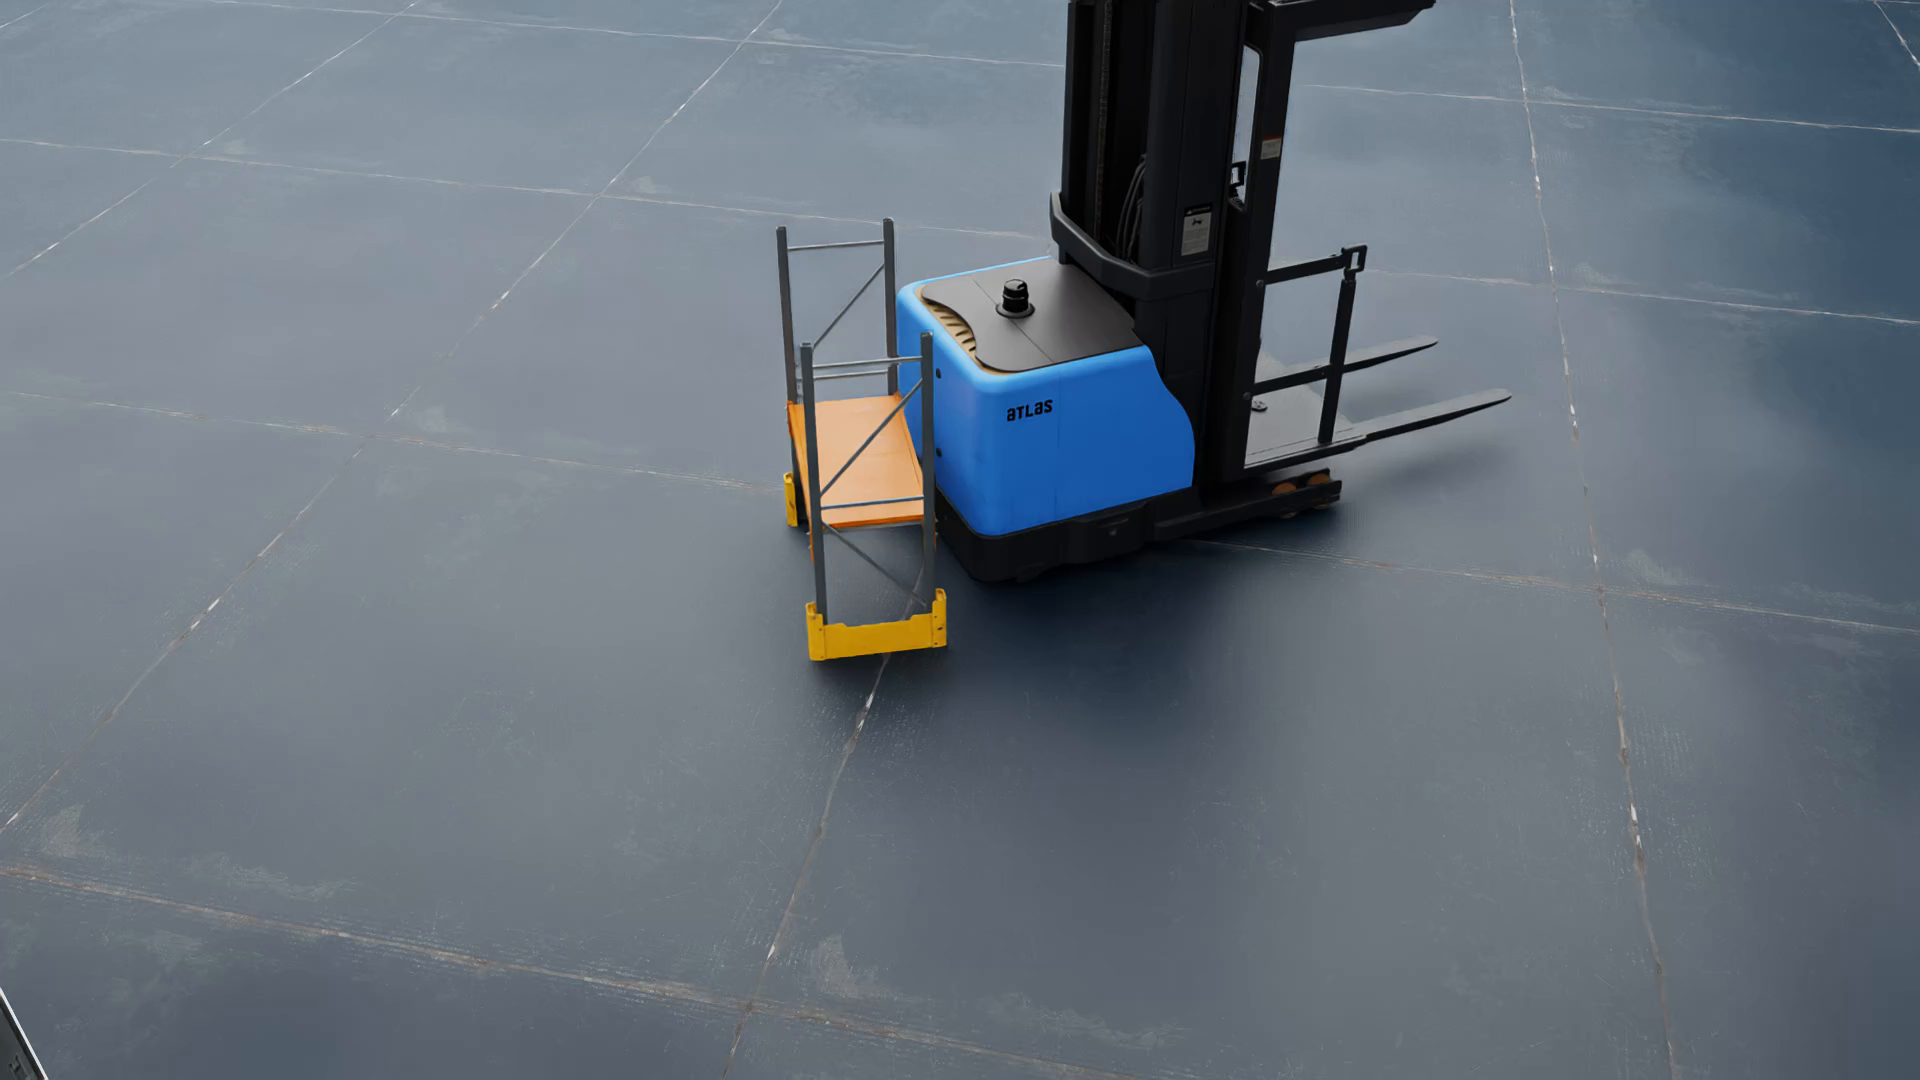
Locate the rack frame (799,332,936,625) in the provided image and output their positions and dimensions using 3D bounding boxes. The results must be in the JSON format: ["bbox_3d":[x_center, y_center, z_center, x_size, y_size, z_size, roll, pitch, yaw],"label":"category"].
[{"bbox_3d":[-0.351,-0.146,6.673,0.500,1.500,0.032,-6,36,-8],"label":"rack frame"}]

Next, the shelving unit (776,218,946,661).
[{"bbox_3d":[-0.439,-0.434,7.071,0.587,1.500,1.083,-6,36,-8],"label":"shelving unit"}]

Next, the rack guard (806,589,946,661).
[{"bbox_3d":[-0.352,0.360,7.041,0.587,0.250,0.087,-6,36,-8],"label":"rack guard"}]

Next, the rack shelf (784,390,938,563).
[{"bbox_3d":[-0.441,-0.294,7.184,0.538,0.185,1.000,-6,36,-8],"label":"rack shelf"}]

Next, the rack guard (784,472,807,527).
[{"bbox_3d":[-0.527,-0.216,7.835,0.587,0.250,0.087,-6,36,-8],"label":"rack guard"}]

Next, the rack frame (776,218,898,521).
[{"bbox_3d":[-0.530,-0.733,7.484,0.500,1.500,0.032,-6,36,-8],"label":"rack frame"}]

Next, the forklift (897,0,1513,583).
[{"bbox_3d":[1.265,-1.559,7.403,3.031,2.935,1.130,-14,38,-19],"label":"forklift"}]
